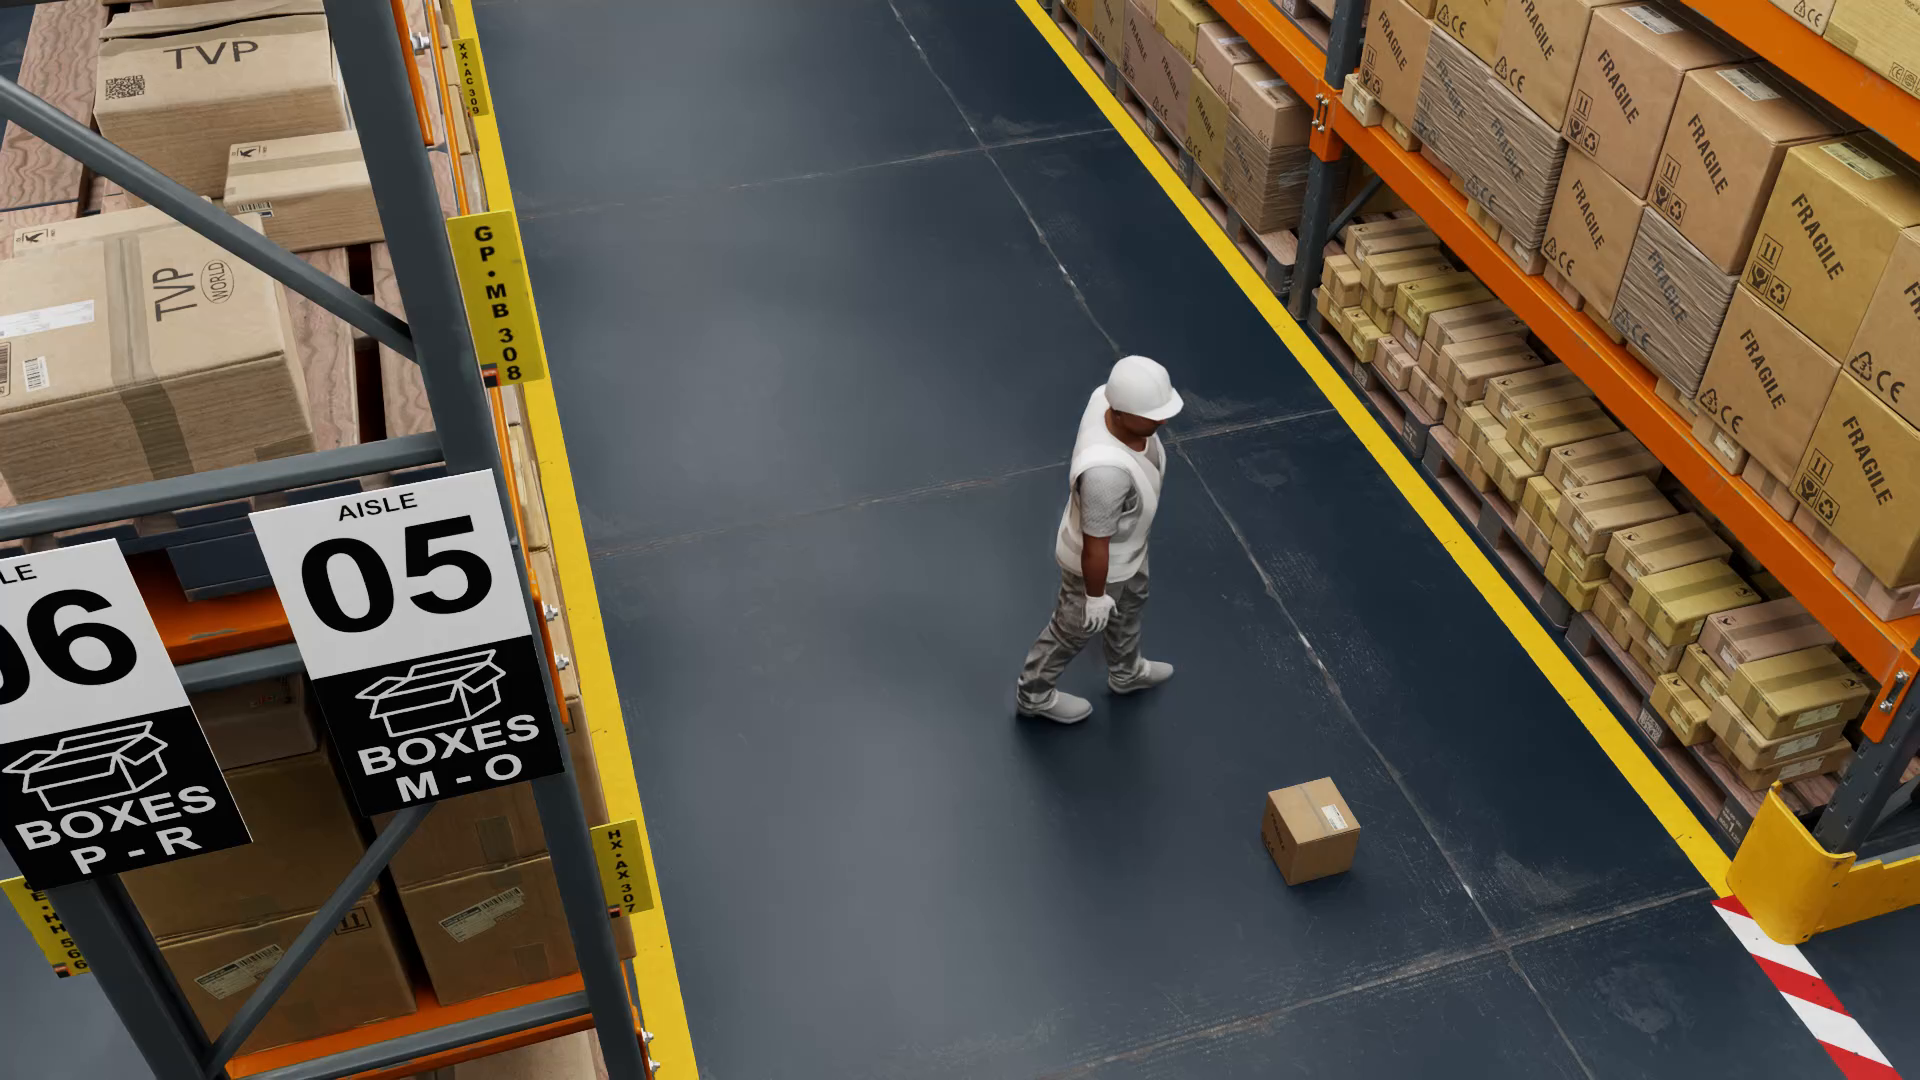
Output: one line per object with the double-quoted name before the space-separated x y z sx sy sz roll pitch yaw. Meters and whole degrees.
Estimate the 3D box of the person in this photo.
"person" 0.531 0.034 6.120 0.596 1.803 0.646 9 43 10
